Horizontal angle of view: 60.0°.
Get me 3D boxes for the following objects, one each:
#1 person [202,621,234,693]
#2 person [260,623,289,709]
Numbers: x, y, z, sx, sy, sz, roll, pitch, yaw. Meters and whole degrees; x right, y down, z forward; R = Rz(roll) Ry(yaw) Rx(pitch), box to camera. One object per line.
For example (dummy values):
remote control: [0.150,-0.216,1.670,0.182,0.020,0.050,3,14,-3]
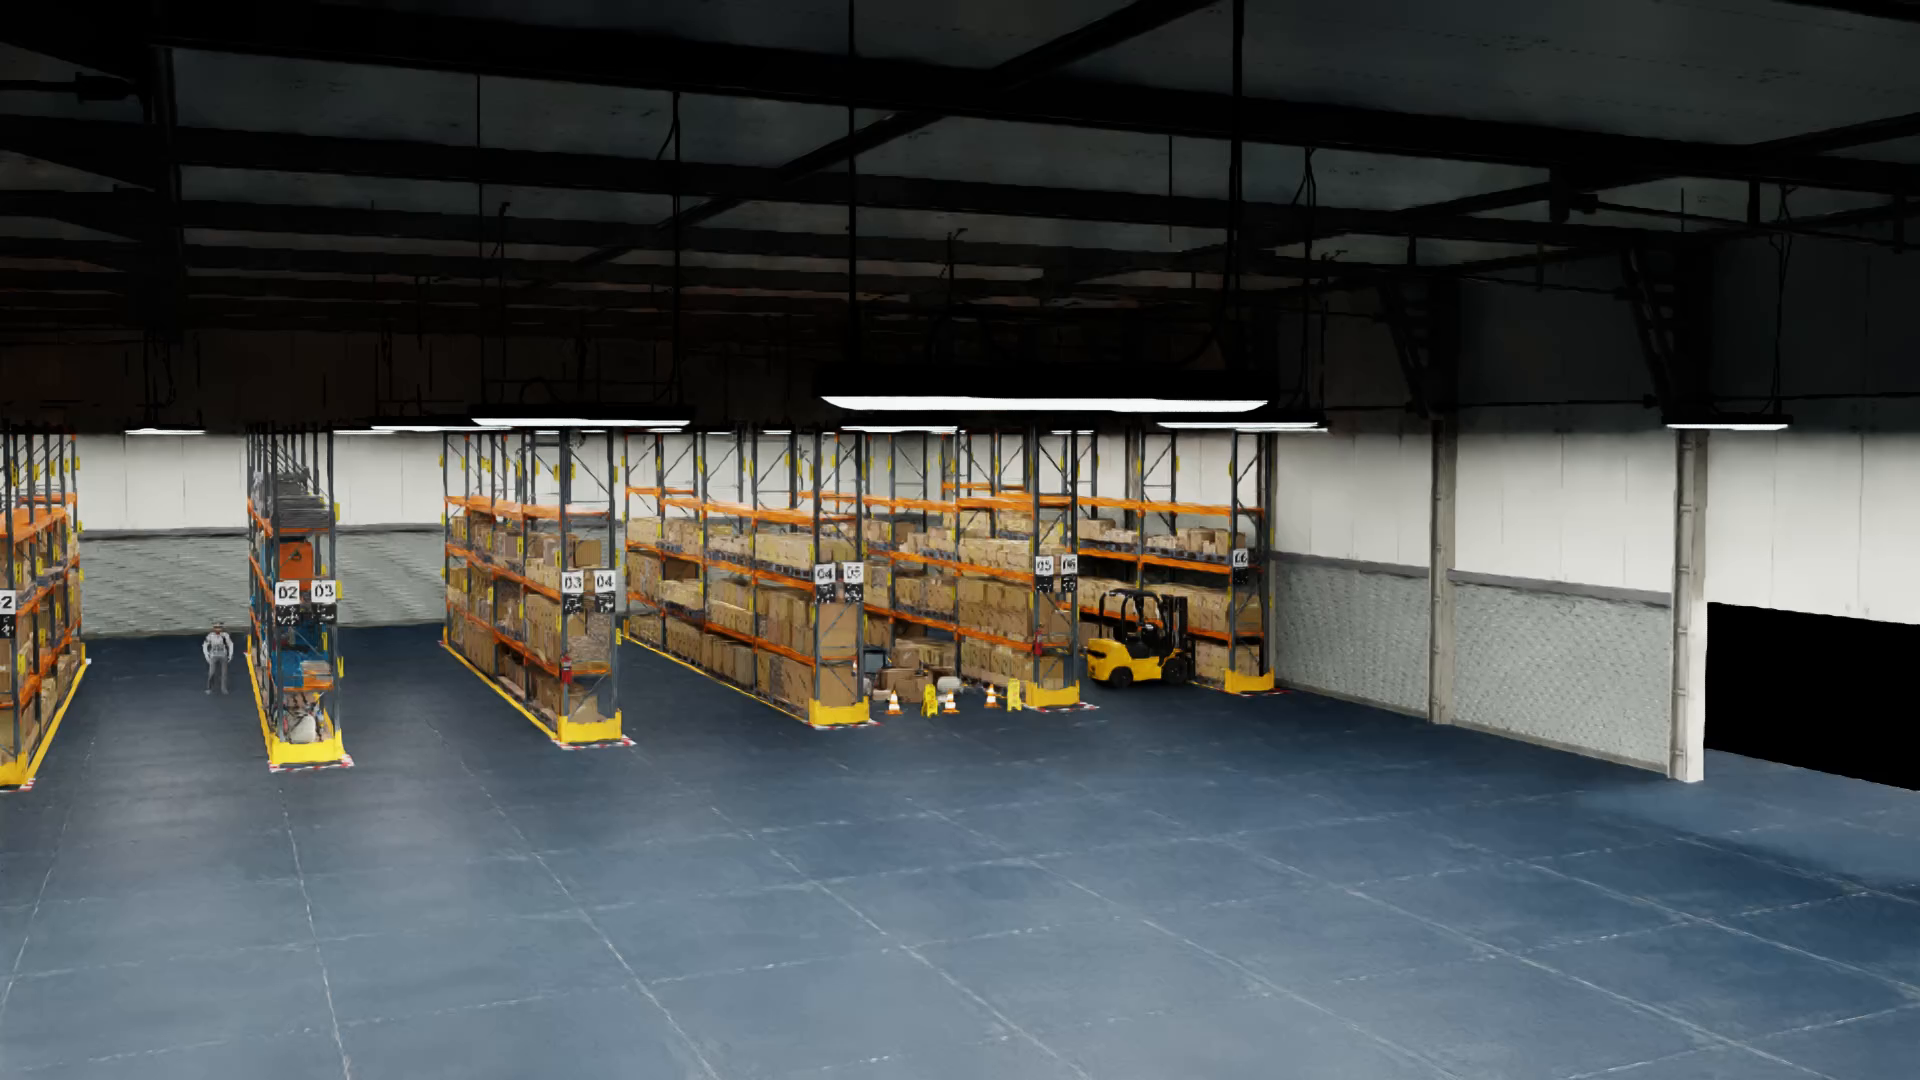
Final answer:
person: [-16.519,2.600,37.042,0.639,1.632,0.512,-2,4,-26]
person: [-13.880,2.540,33.651,0.505,1.761,0.615,-3,4,-37]
